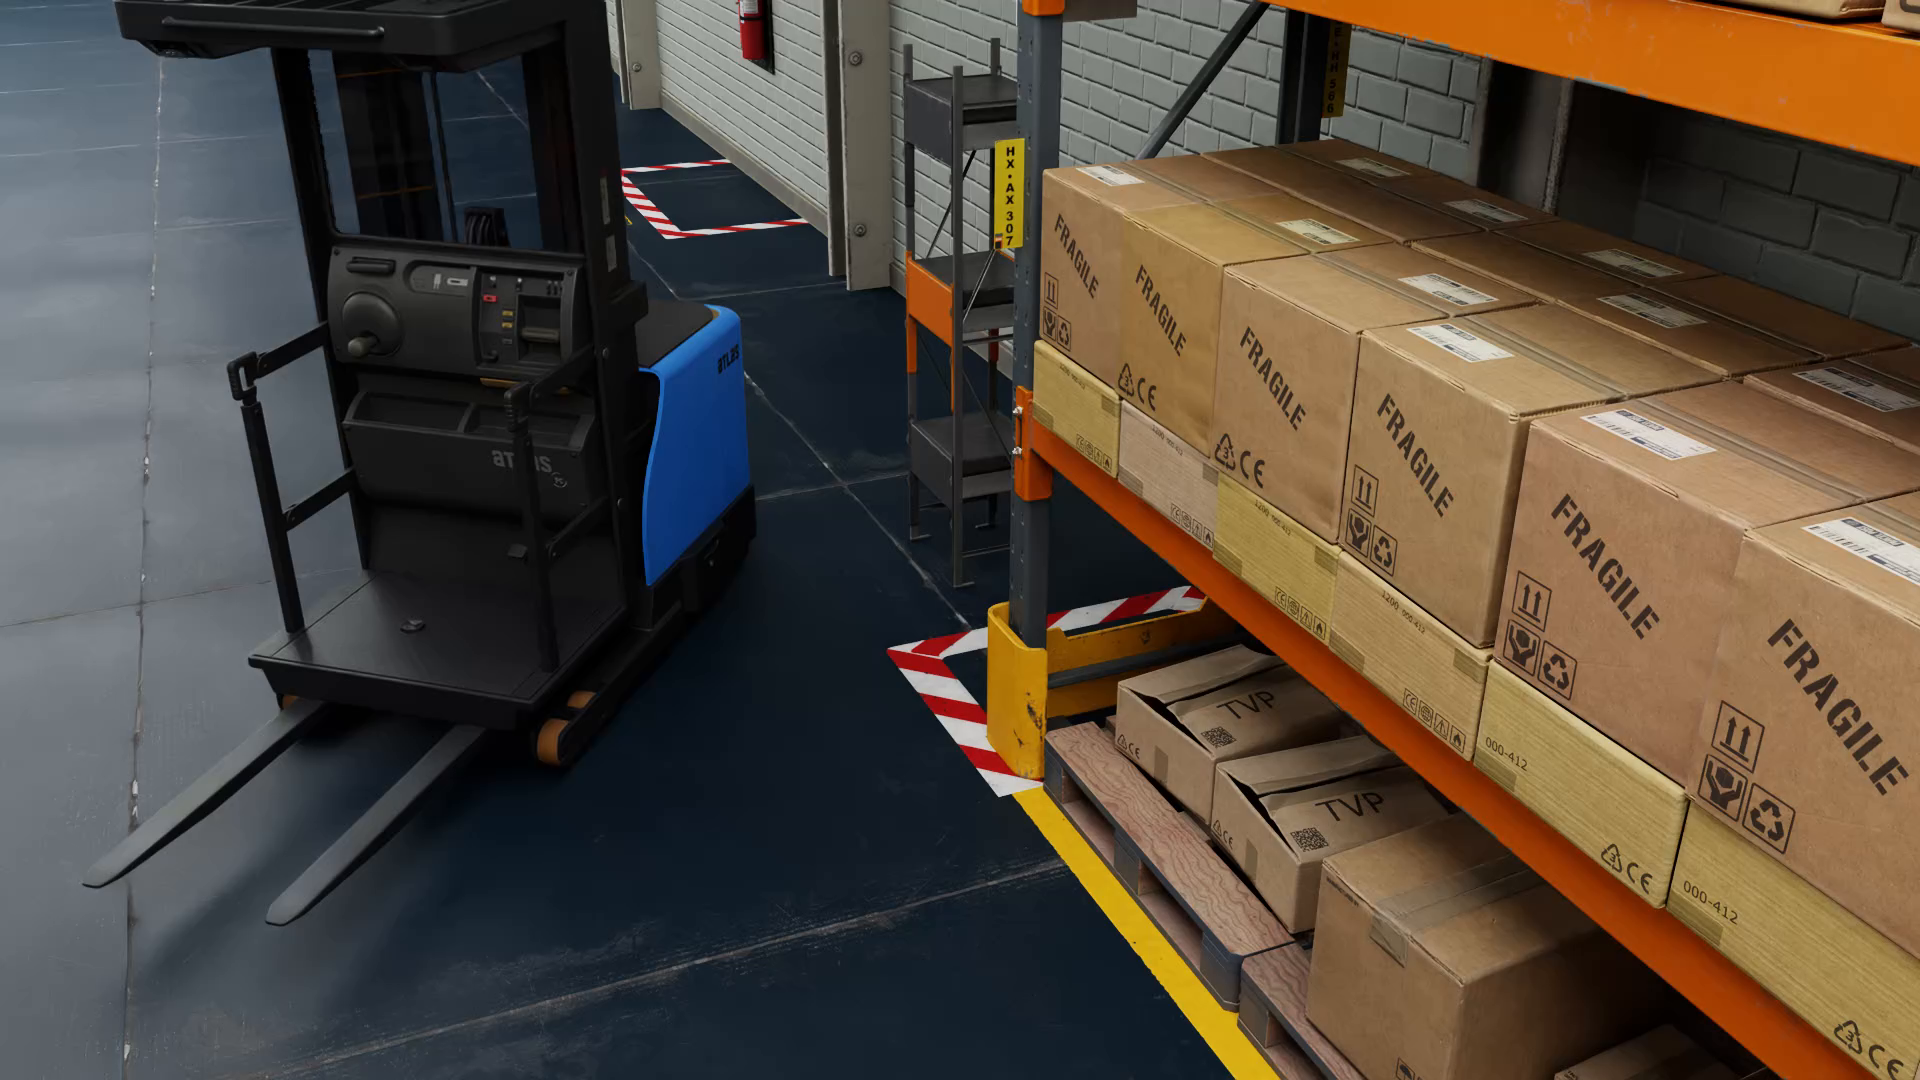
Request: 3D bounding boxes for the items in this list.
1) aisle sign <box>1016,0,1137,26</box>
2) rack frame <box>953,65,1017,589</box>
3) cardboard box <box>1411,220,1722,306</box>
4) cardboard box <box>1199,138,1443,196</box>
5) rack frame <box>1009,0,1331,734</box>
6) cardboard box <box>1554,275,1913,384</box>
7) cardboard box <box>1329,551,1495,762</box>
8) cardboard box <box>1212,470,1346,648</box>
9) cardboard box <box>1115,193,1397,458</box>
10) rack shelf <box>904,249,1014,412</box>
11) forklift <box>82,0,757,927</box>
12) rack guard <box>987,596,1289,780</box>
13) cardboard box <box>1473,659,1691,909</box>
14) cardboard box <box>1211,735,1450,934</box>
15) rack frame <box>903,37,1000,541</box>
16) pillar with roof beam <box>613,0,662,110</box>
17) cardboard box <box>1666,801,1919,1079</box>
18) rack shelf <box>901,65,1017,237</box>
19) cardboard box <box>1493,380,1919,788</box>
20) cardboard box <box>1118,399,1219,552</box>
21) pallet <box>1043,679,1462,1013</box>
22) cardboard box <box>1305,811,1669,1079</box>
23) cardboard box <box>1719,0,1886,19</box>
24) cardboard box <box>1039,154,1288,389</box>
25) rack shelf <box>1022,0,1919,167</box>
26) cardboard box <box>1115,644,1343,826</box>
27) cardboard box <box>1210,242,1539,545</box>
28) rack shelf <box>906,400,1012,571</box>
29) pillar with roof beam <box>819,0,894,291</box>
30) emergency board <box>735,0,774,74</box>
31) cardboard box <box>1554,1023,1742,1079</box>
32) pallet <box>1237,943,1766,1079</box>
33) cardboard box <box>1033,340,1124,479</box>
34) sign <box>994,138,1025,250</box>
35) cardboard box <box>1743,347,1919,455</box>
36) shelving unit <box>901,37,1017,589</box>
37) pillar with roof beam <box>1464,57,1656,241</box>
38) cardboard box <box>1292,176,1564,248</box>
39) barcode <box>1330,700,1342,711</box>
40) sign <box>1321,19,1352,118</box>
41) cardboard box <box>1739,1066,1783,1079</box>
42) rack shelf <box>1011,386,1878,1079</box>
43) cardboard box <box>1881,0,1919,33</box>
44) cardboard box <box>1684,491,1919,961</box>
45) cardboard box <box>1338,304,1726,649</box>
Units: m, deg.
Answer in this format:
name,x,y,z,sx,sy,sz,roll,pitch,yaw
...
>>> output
name,x,y,z,sx,sy,sz,roll,pitch,yaw
aisle sign,0.345,-1.878,4.715,0.394,0.787,0.004,-11,28,-21
rack frame,0.160,-0.778,6.451,0.400,2.100,0.015,-11,28,-21
cardboard box,1.424,-0.445,4.035,0.500,0.500,0.500,-11,28,-22
cardboard box,1.029,-0.857,4.881,0.500,0.500,0.500,-11,28,-21
rack frame,0.649,-0.733,5.332,1.000,3.000,0.127,-11,28,-21
cardboard box,1.621,-0.241,3.619,0.500,0.500,0.500,-10,28,-20
cardboard box,1.154,0.196,3.579,0.500,0.250,0.500,-10,28,-20
cardboard box,0.958,-0.009,3.997,0.500,0.250,0.500,-11,28,-21
cardboard box,0.744,-0.566,4.283,0.500,0.500,0.500,-10,28,-20
rack shelf,0.065,-0.864,6.658,0.431,0.518,0.480,-11,28,-21
forklift,-1.768,-0.735,5.416,1.130,2.935,3.031,7,27,14
rack guard,0.679,0.421,5.817,1.175,0.500,0.348,-11,28,-21
cardboard box,1.352,0.399,3.163,0.500,0.250,0.500,-11,28,-21
cardboard box,1.060,0.803,4.750,0.500,0.311,0.500,-8,27,-16
rack frame,-0.031,-0.975,6.854,0.400,2.100,0.015,-11,28,-21
pillar with roof beam,-6.942,-7.399,12.148,9.100,9.000,0.400,-11,28,-21
cardboard box,1.563,0.599,2.753,0.500,0.250,0.500,-10,28,-20
rack shelf,0.065,-1.493,6.351,0.431,0.518,0.480,-11,28,-21
cardboard box,1.358,0.060,3.001,0.500,0.500,0.500,-11,28,-22
cardboard box,0.764,-0.215,4.421,0.500,0.250,0.500,-11,28,-22
pallet,0.964,0.885,5.196,1.003,0.211,1.213,-11,28,-21
cardboard box,1.302,1.023,4.084,0.700,0.500,0.500,-12,29,-24
cardboard box,1.352,-1.105,2.538,0.500,0.500,0.500,-12,28,-23
cardboard box,0.559,-0.767,4.695,0.500,0.500,0.500,-11,28,-21
rack shelf,1.432,-0.950,3.178,1.077,0.370,4.000,-11,28,-21
cardboard box,0.837,0.573,5.221,0.500,0.311,0.500,-14,29,-26
cardboard box,0.940,-0.356,3.854,0.500,0.500,0.500,-12,28,-22
rack shelf,0.065,-0.235,6.966,0.431,0.518,0.480,-11,28,-21
pillar with roof beam,-4.592,-4.977,7.187,9.100,9.000,0.400,-11,28,-21
emergency board,-1.563,-4.025,12.075,0.194,1.169,0.643,-11,28,-21
cardboard box,1.607,1.316,3.883,0.380,0.149,0.250,-13,29,-25
pallet,1.438,1.377,4.189,1.003,0.211,1.213,-11,28,-21
cardboard box,0.548,-0.423,4.845,0.500,0.250,0.500,-11,28,-22
sign,0.150,-1.028,4.951,0.100,0.325,0.005,-11,28,-21
cardboard box,1.834,-0.034,3.193,0.500,0.500,0.500,-10,28,-19
shelving unit,0.065,-0.877,6.652,0.431,2.100,0.503,-11,28,-21
pillar with roof beam,-2.242,-2.555,2.226,9.100,9.000,0.400,-11,28,-21
cardboard box,1.217,-0.653,4.461,0.500,0.500,0.500,-10,28,-20
barcode,1.212,0.507,5.345,0.001,0.075,0.075,-11,28,-21
sign,1.167,-1.482,5.187,0.100,0.325,0.005,-11,28,-21
cardboard box,1.772,1.396,3.320,0.500,0.500,0.500,-13,29,-24
rack shelf,1.432,0.398,3.836,1.077,0.370,4.000,-11,28,-21
cardboard box,1.604,-0.887,2.093,0.500,0.500,0.500,-13,29,-25
cardboard box,1.545,0.265,2.581,0.500,0.500,0.500,-11,28,-21
cardboard box,1.153,-0.150,3.431,0.500,0.500,0.500,-10,28,-19
